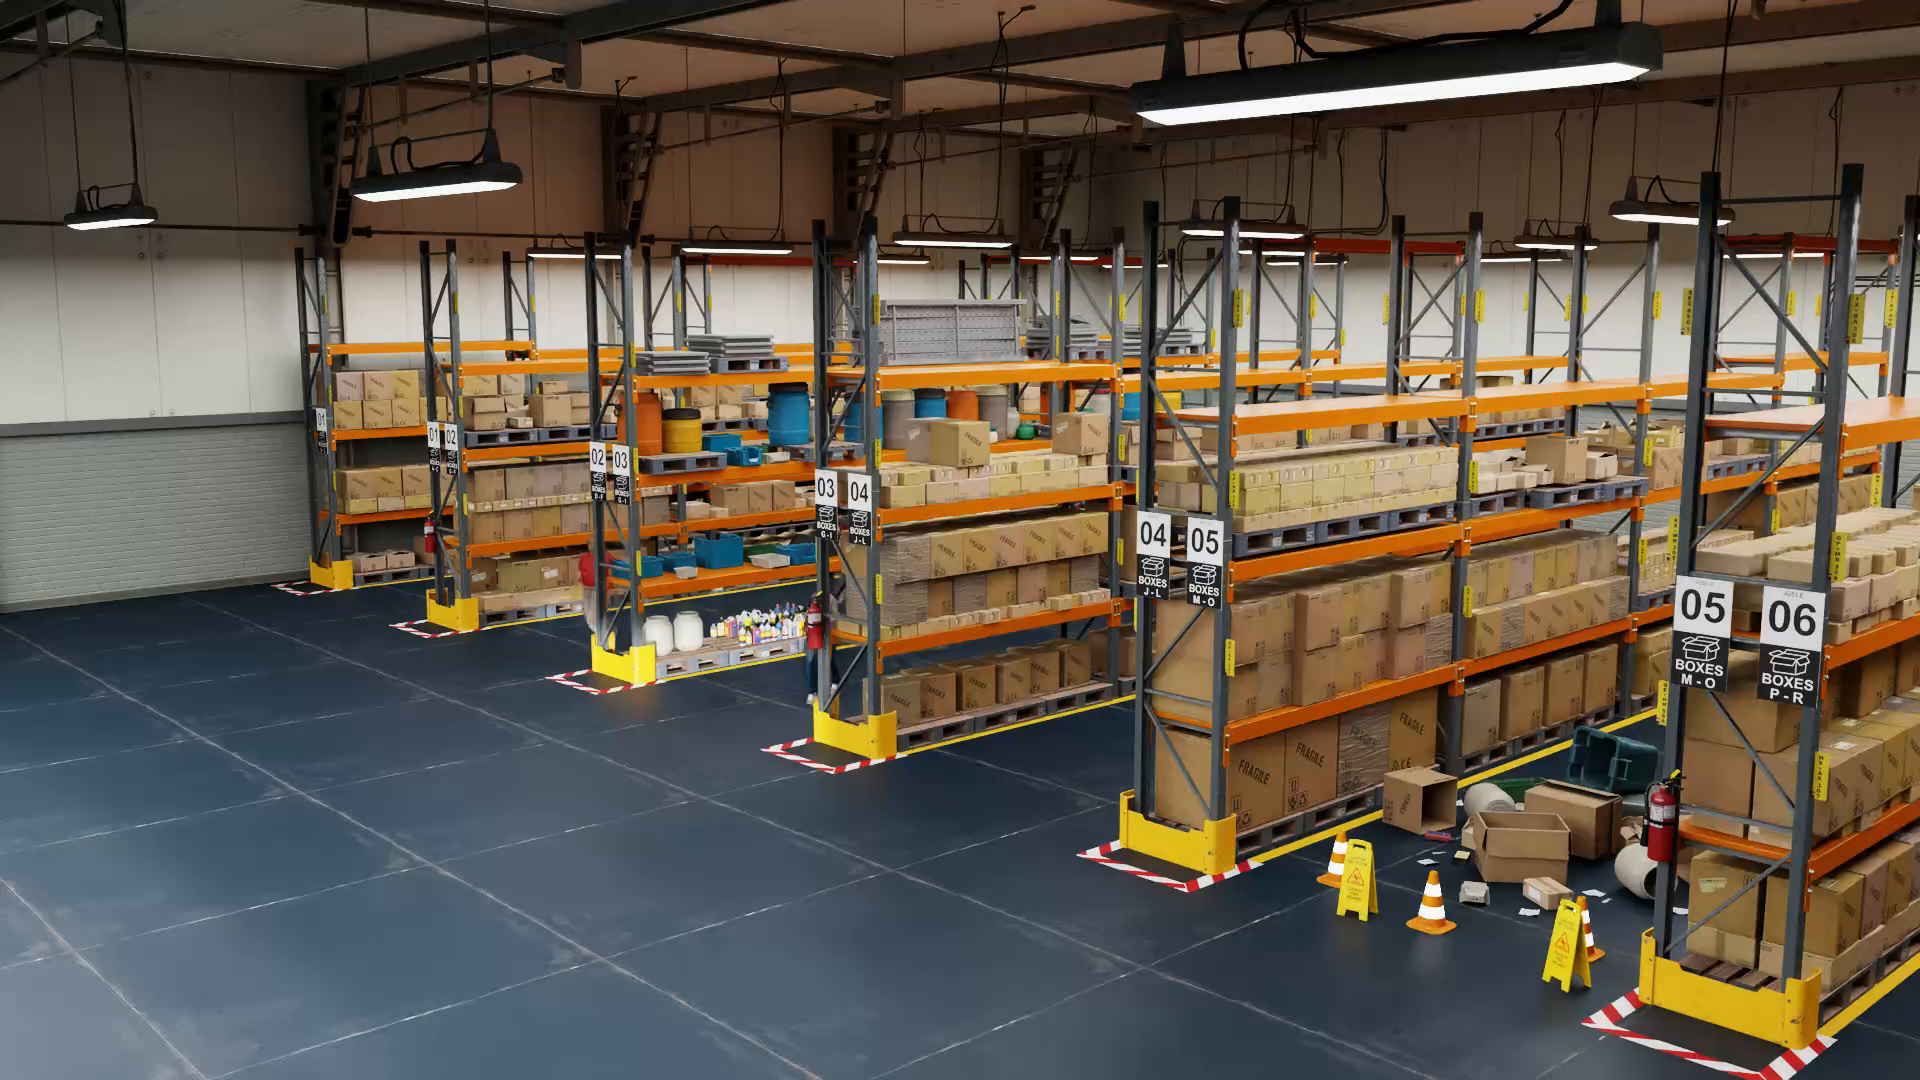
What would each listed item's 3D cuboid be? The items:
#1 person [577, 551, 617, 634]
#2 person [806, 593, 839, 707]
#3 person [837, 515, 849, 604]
[{"bbox_3d":[-5.318,0.829,24.177,0.611,1.386,0.568,4,9,26],"label":"person"},{"bbox_3d":[-1.755,1.377,21.265,0.510,1.422,0.695,2,9,16],"label":"person"},{"bbox_3d":[-1.880,0.156,28.290,0.667,1.820,0.871,8,11,42],"label":"person"}]
